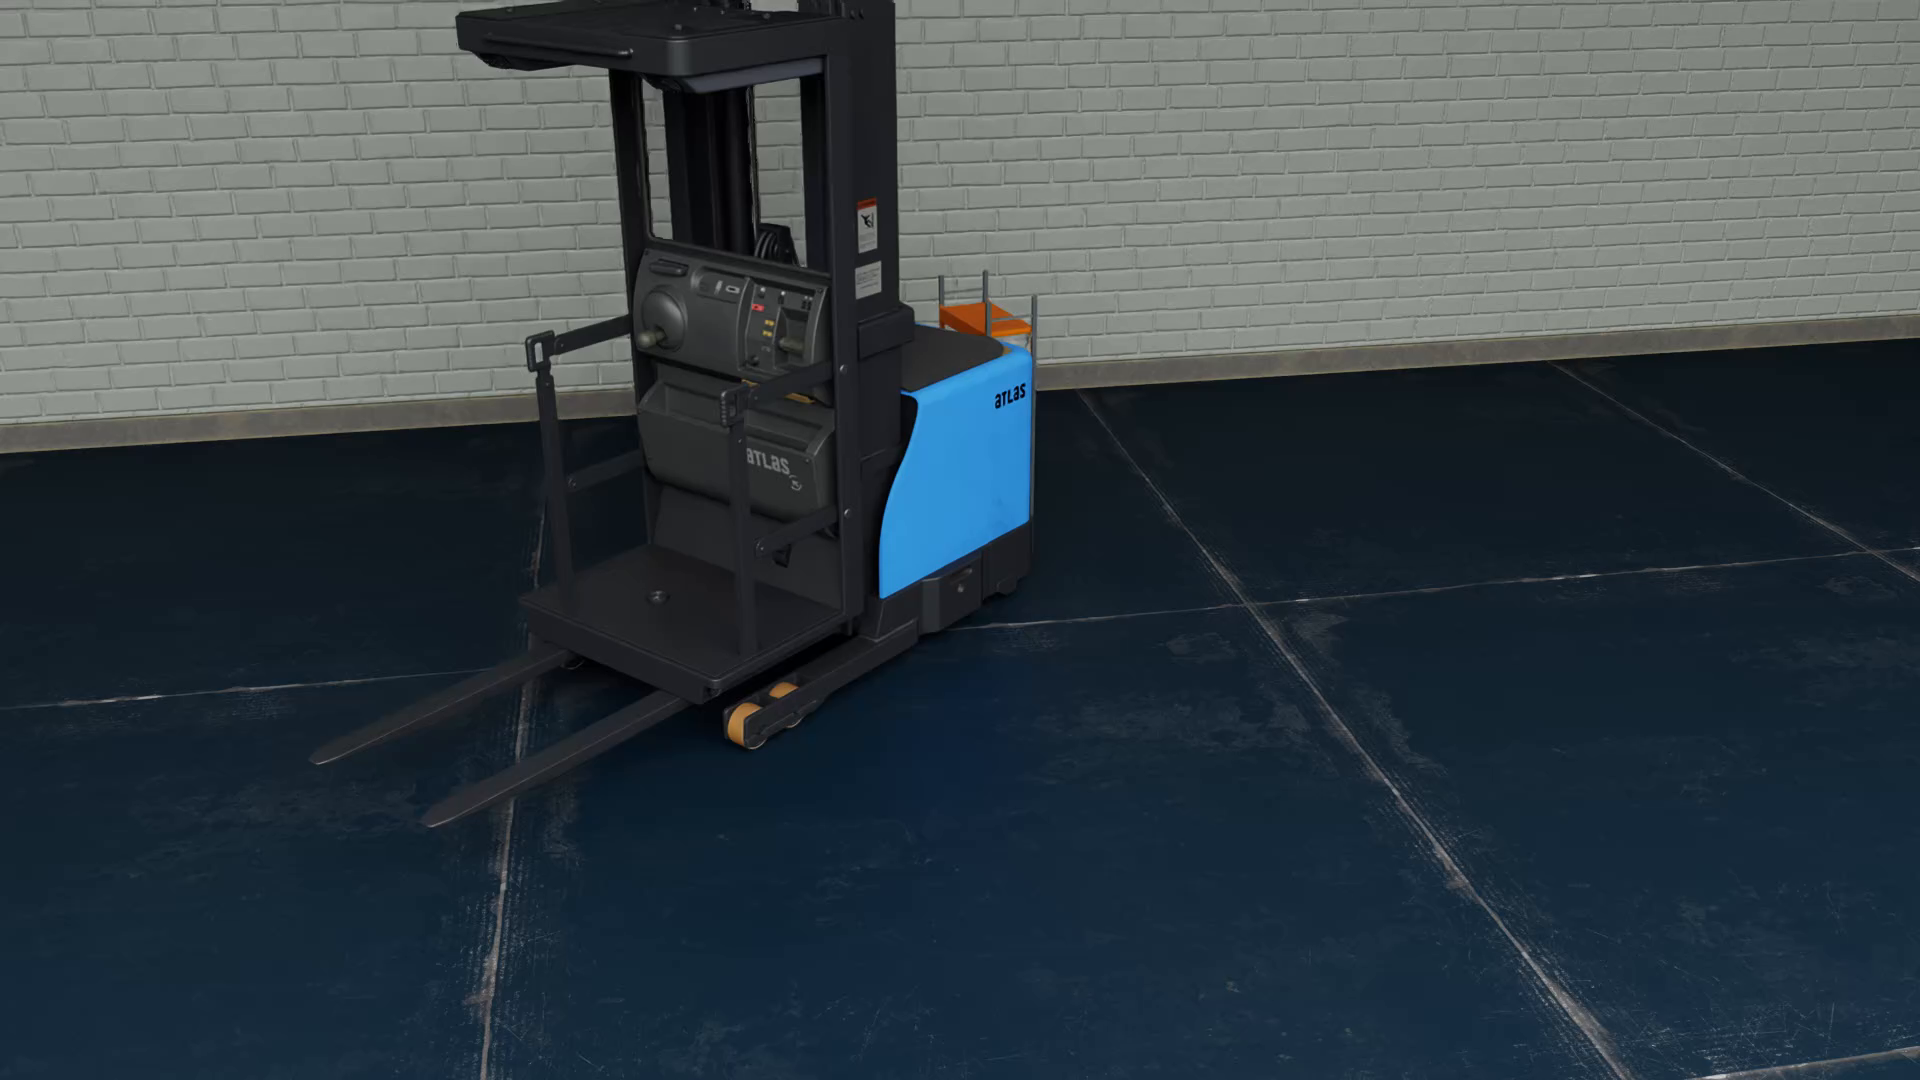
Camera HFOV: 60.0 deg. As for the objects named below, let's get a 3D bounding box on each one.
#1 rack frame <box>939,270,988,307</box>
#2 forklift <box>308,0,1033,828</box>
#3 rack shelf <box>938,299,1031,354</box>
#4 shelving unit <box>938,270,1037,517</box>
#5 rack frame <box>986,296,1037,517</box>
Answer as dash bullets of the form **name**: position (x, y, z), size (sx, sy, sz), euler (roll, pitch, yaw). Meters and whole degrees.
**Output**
- **rack frame**: position (0.016, -0.657, 7.755), size (0.240, 1.200, 0.015), euler (-11, 26, -23)
- **forklift**: position (-0.981, -0.809, 5.941), size (1.130, 2.935, 3.031), euler (17, 29, 34)
- **rack shelf**: position (0.119, -0.928, 7.395), size (0.258, 0.148, 0.480), euler (-11, 26, -23)
- **shelving unit**: position (0.119, -0.568, 7.552), size (0.258, 1.200, 0.503), euler (-11, 26, -23)
- **rack frame**: position (0.221, -0.480, 7.349), size (0.240, 1.200, 0.015), euler (-11, 26, -23)
